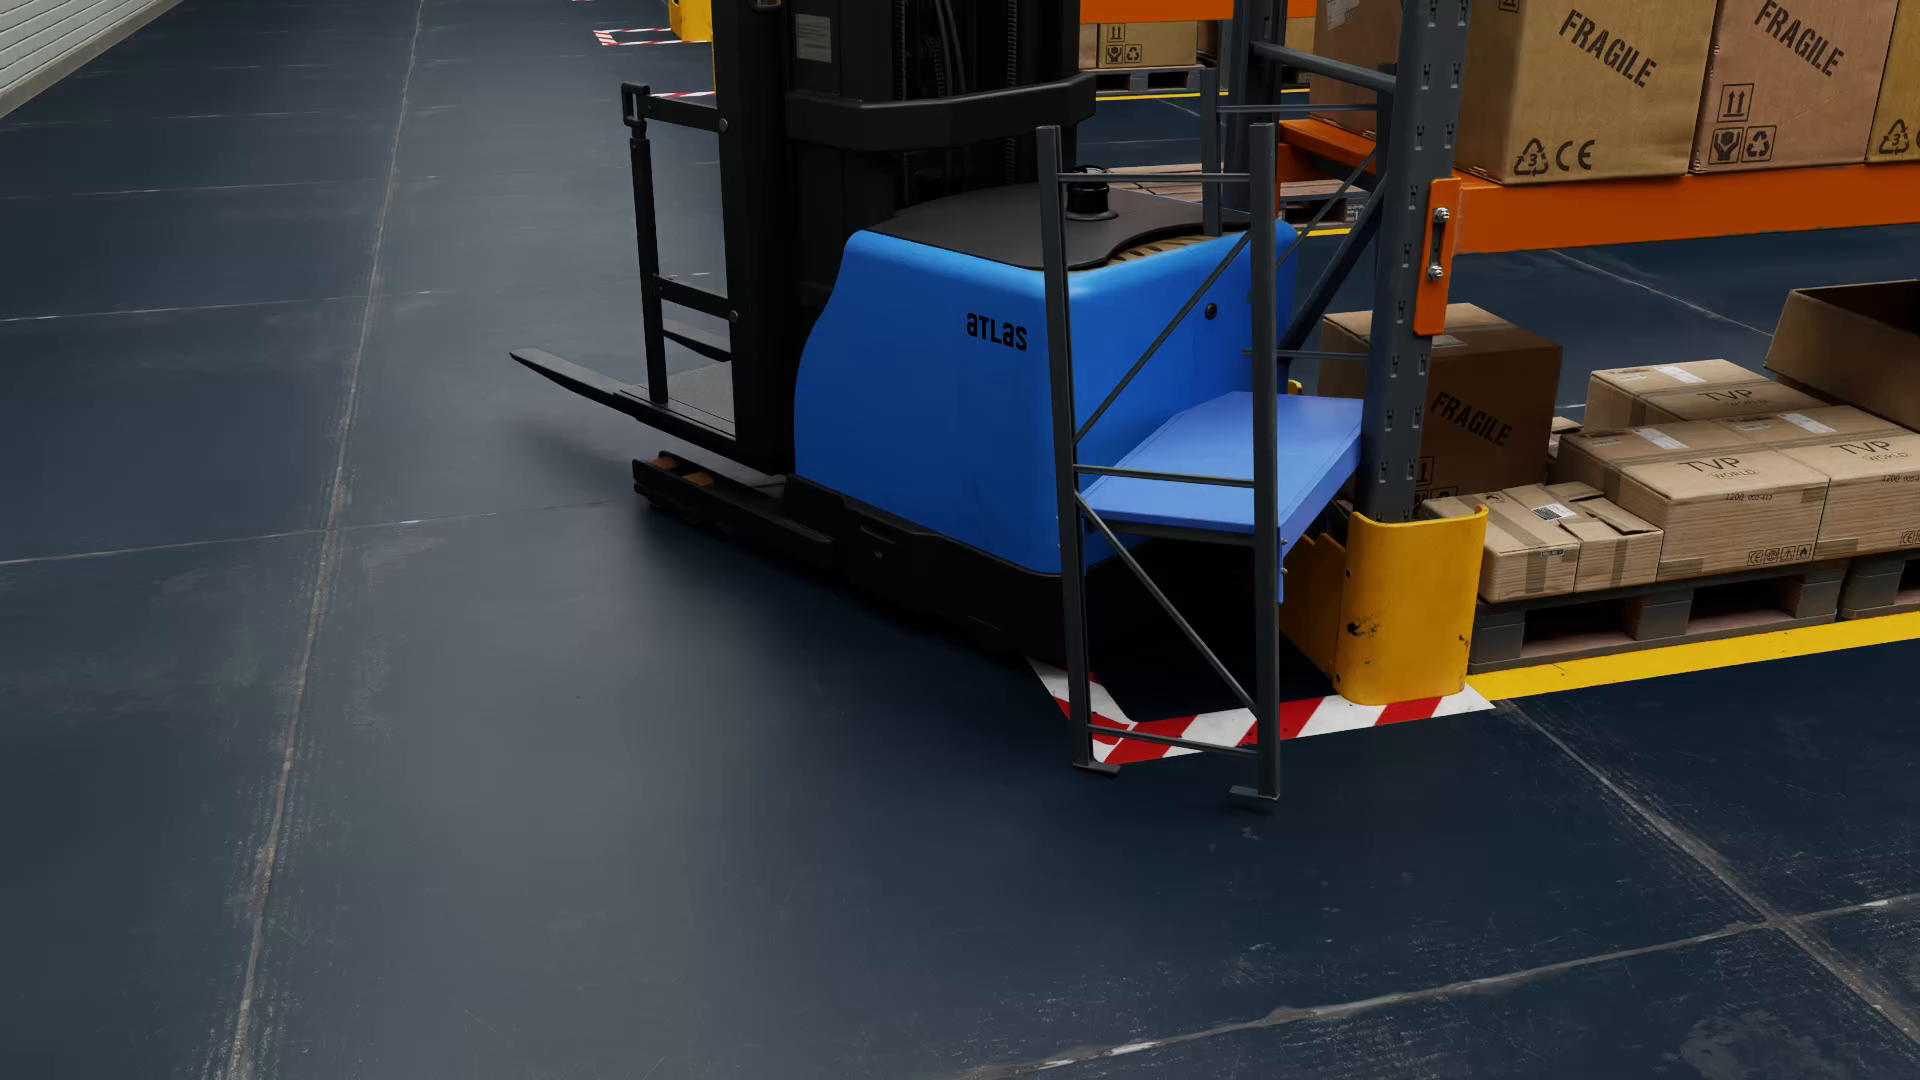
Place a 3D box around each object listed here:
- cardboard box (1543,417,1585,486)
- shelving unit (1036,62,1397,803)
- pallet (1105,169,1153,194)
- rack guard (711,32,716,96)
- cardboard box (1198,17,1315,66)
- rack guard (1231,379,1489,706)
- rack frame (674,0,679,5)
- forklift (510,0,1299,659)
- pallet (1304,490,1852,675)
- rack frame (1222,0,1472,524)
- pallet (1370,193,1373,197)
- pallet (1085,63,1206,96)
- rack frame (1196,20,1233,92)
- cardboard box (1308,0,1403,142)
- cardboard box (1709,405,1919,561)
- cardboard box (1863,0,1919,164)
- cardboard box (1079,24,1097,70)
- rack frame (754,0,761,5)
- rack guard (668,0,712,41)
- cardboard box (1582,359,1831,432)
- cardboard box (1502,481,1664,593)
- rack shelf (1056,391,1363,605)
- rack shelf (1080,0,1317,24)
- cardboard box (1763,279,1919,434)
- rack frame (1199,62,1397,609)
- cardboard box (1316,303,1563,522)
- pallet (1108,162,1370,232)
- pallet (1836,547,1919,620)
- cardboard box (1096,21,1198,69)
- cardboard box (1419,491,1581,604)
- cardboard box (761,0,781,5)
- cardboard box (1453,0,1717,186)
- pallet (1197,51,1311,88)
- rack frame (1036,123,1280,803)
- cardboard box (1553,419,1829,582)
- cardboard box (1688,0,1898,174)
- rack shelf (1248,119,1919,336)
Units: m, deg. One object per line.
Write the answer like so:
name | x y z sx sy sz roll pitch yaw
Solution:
cardboard box | 1.815 -0.240 5.040 0.250 0.166 0.380 -6 24 -14
shelving unit | 0.672 -0.314 4.027 0.538 1.500 1.048 6 24 27
pallet | 0.413 -1.852 9.298 1.213 0.211 1.003 -6 24 -14
rack guard | -1.752 -3.789 13.447 0.348 0.500 1.175 -6 24 -14
cardboard box | 2.733 -4.659 14.466 0.875 0.875 1.225 -6 24 -14
rack guard | 1.016 -0.038 4.706 0.348 0.500 1.175 -6 24 -14
rack frame | -2.972 -6.834 17.374 0.127 3.000 1.000 -6 24 -14
forklift | -0.433 -1.524 5.084 1.130 2.935 3.031 -21 31 -40
pallet | 1.784 0.009 4.961 1.213 0.211 1.003 -6 24 -14
rack frame | 0.943 -1.179 4.194 0.127 3.000 1.000 -6 24 -14
pallet | 2.763 -2.112 9.904 1.213 0.211 1.003 -6 24 -14
pallet | 1.369 -4.034 14.383 1.213 0.211 1.003 -6 24 -14
rack frame | 2.122 -5.367 13.953 0.127 3.000 1.000 -6 24 -14
cardboard box | 1.301 -1.376 4.526 0.500 0.500 0.500 -6 24 -13
cardboard box | 2.506 -0.174 4.782 0.500 0.250 0.500 -6 24 -14
cardboard box | 2.421 -1.282 4.306 0.500 0.500 0.500 -6 24 -15
cardboard box | 0.599 -4.447 13.973 0.875 0.875 0.875 -6 24 -14
rack frame | -1.729 -4.941 12.960 0.127 3.000 1.000 -6 24 -14
rack guard | -2.898 -5.694 17.886 0.348 0.500 1.175 -6 24 -14
cardboard box | 2.323 -0.359 5.212 0.500 0.250 0.500 -6 24 -14
cardboard box | 1.680 -0.020 4.528 0.250 0.166 0.380 -6 24 -14
rack shelf | 0.685 -0.147 4.091 0.538 0.185 1.000 6 24 27
rack shelf | 1.534 -2.943 9.216 4.000 0.370 1.077 -6 24 -14
cardboard box | 2.987 -0.458 5.121 0.637 0.503 0.797 -6 24 -14
rack frame | 0.901 -0.493 4.443 0.500 1.500 0.032 6 24 27
cardboard box | 1.400 -0.384 4.953 0.500 0.500 0.500 -6 24 -14
pallet | 1.586 -1.980 9.597 1.213 0.211 1.003 -6 24 -14
pallet | 2.956 -0.119 5.261 1.213 0.211 1.003 -6 24 -14
cardboard box | 1.465 -4.543 14.196 0.875 0.875 0.875 -6 24 -14
cardboard box | 1.439 0.015 4.469 0.250 0.149 0.380 -6 24 -14
cardboard box | -1.134 -4.256 13.526 0.875 0.875 0.875 -6 24 -14
cardboard box | 1.442 -1.172 4.051 0.500 0.500 0.500 -6 24 -13
pallet | 2.845 -4.196 14.761 1.213 0.211 1.003 -6 24 -14
rack frame | 0.442 -0.135 3.610 0.500 1.500 0.032 6 24 27
cardboard box | 2.025 -0.121 4.657 0.500 0.250 0.500 -6 24 -14
cardboard box | 1.937 -1.229 4.184 0.500 0.500 0.500 -7 24 -15
rack shelf | 2.869 -1.062 4.832 4.000 0.370 1.077 -6 24 -14
